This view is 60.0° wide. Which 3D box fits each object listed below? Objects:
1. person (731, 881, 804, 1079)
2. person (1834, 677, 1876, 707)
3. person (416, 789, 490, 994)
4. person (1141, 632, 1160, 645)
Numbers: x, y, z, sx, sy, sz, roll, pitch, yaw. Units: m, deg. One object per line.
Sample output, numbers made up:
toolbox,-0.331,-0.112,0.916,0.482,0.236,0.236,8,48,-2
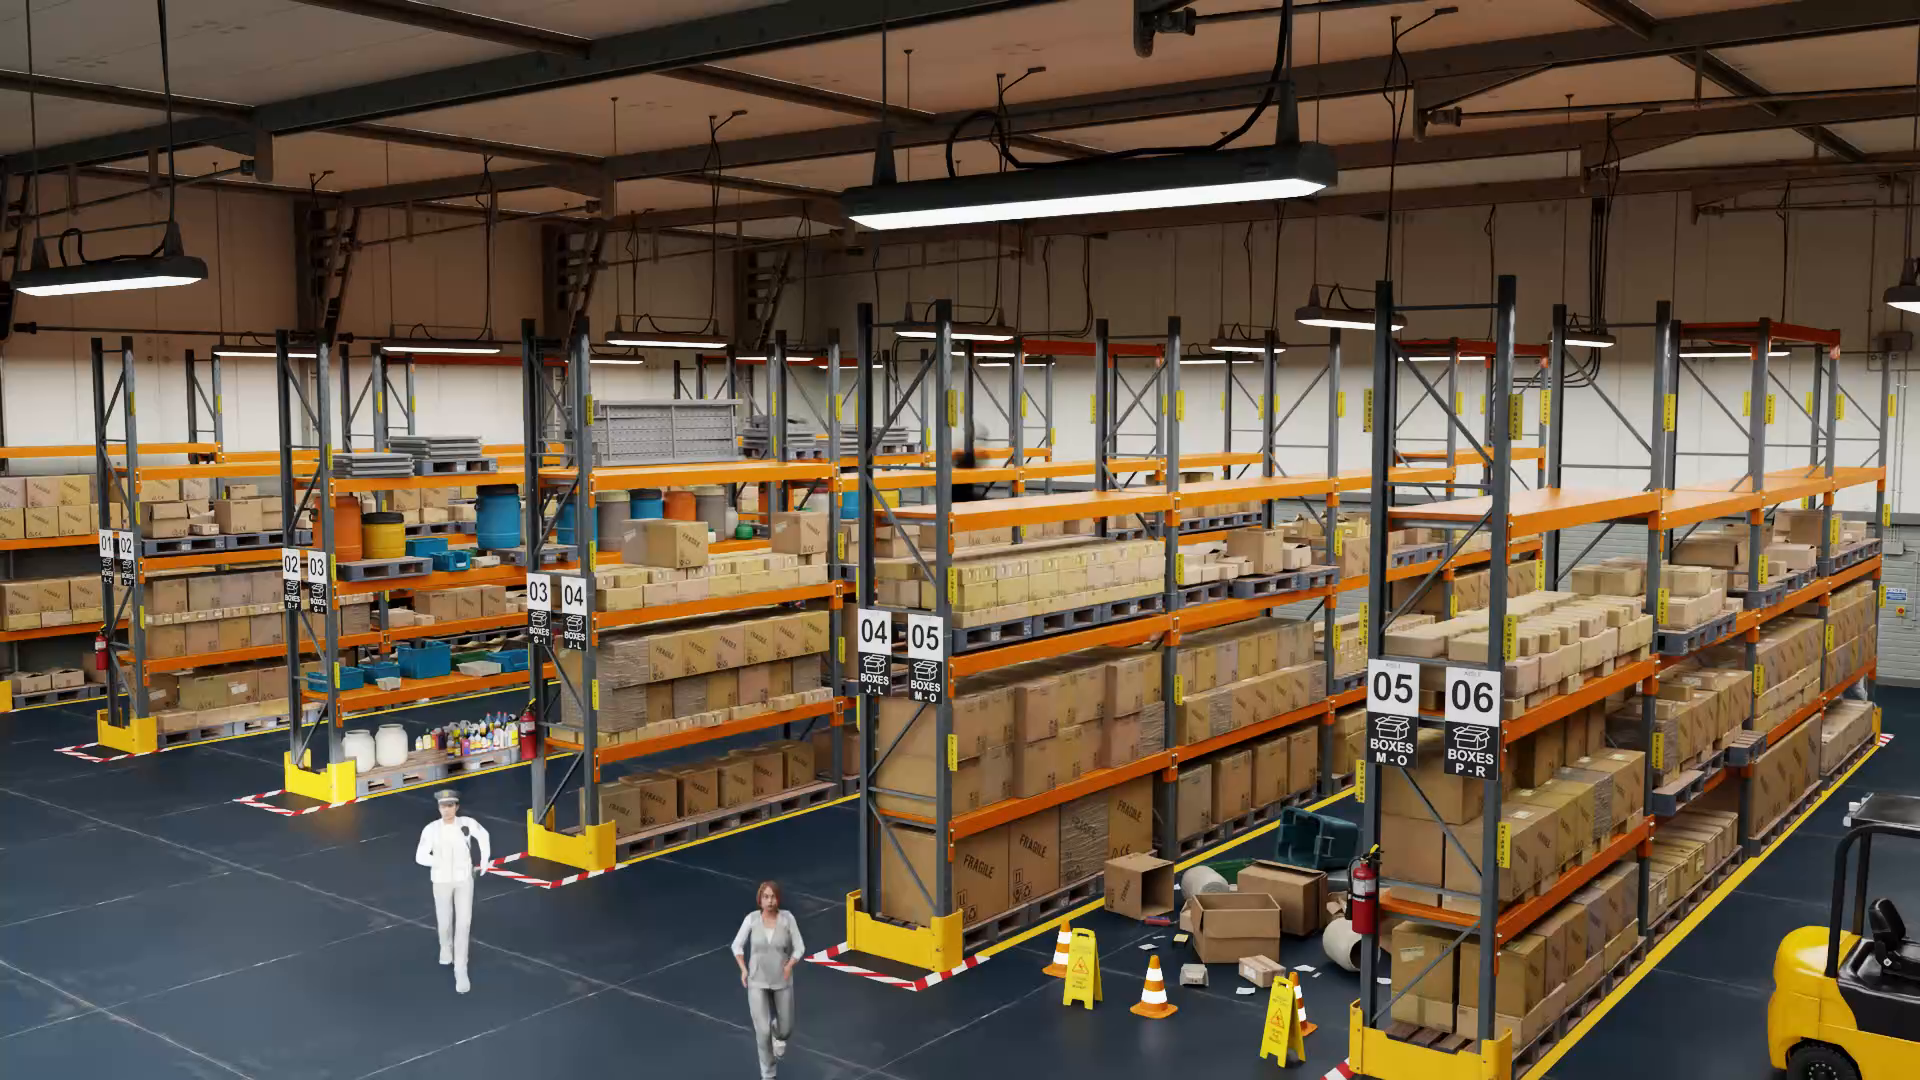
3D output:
person,-1.433,3.310,12.432,0.542,1.549,0.680,-1,5,-9
person,13.959,2.041,26.135,0.779,1.765,0.797,-3,6,-33
person,-4.479,3.035,14.714,0.621,1.695,0.938,-1,5,-15
person,2.862,2.145,24.774,0.713,1.730,0.753,4,6,36
